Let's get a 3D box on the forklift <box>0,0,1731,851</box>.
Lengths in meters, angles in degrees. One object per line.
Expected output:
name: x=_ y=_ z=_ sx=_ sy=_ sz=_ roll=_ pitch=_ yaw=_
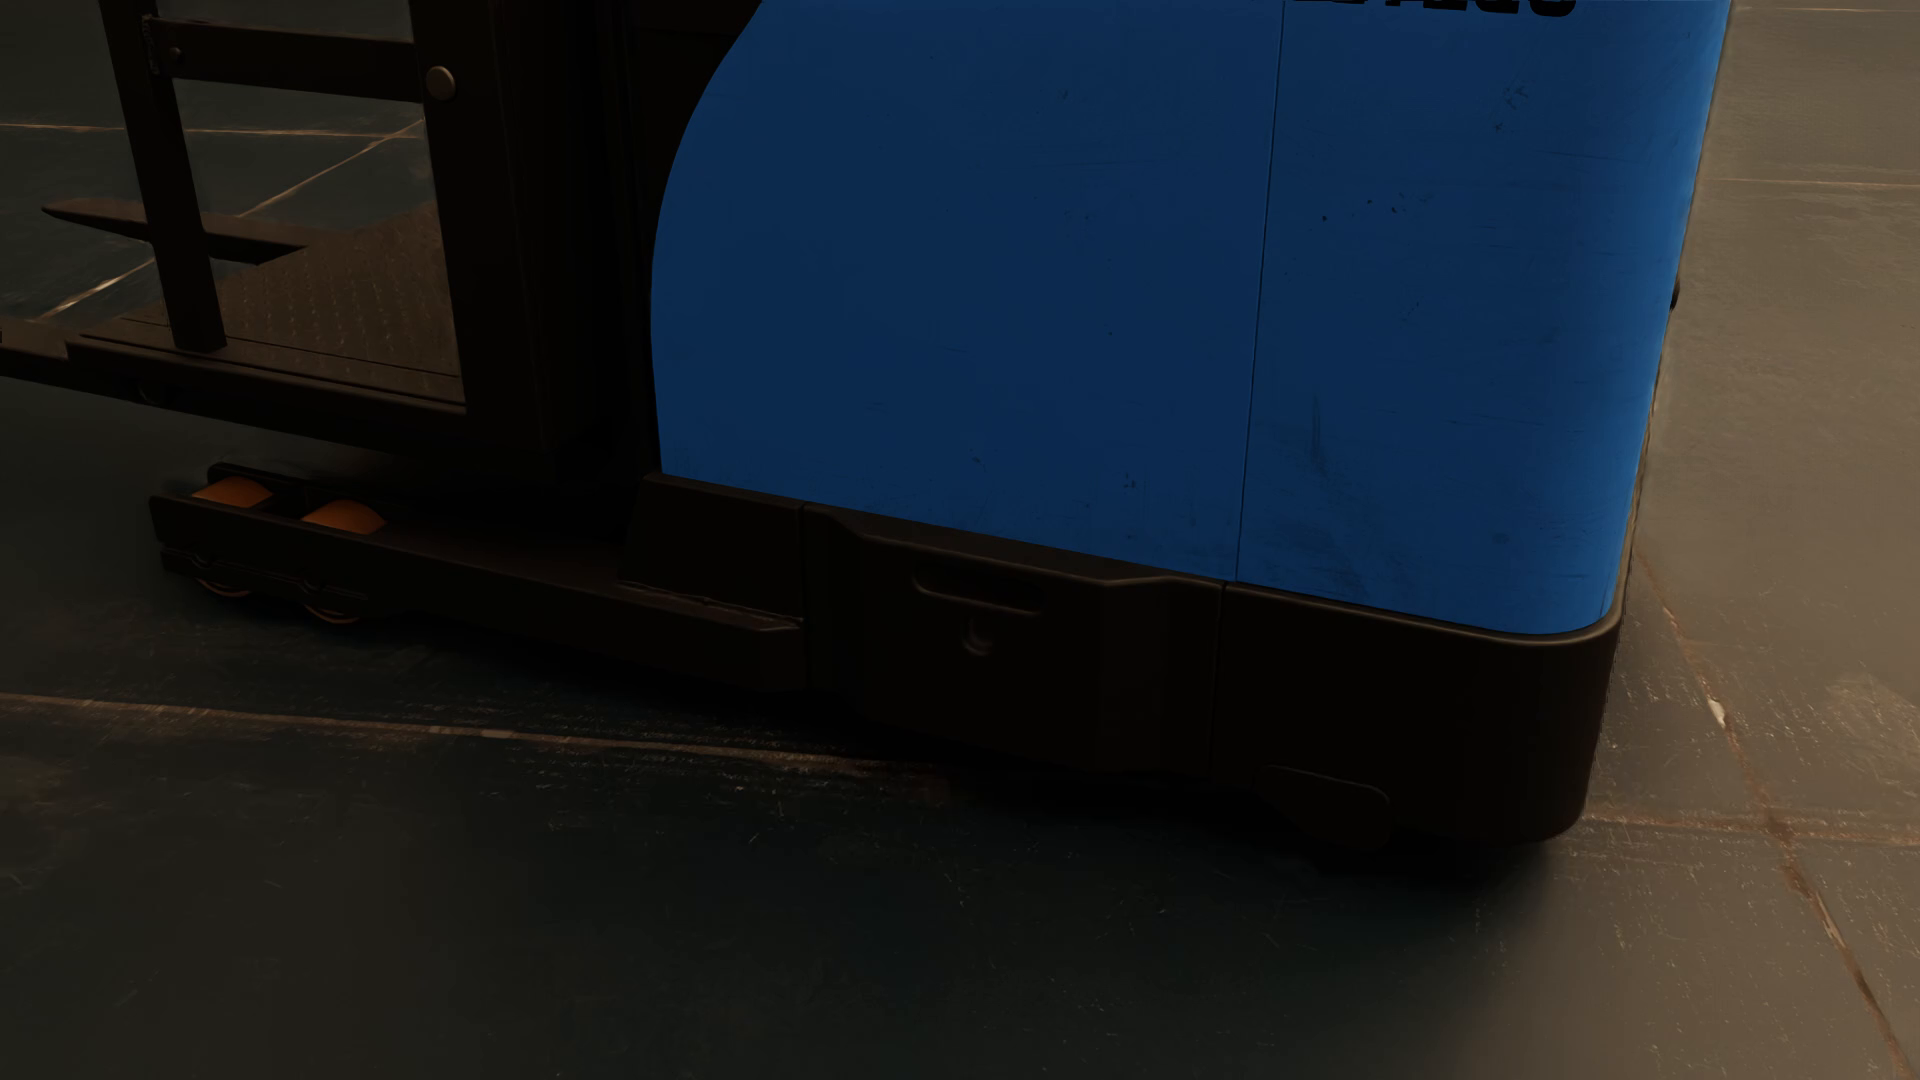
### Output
forklift: x=-0.566 y=-1.400 z=2.023 sx=3.031 sy=2.935 sz=1.130 roll=11 pitch=29 yaw=21
